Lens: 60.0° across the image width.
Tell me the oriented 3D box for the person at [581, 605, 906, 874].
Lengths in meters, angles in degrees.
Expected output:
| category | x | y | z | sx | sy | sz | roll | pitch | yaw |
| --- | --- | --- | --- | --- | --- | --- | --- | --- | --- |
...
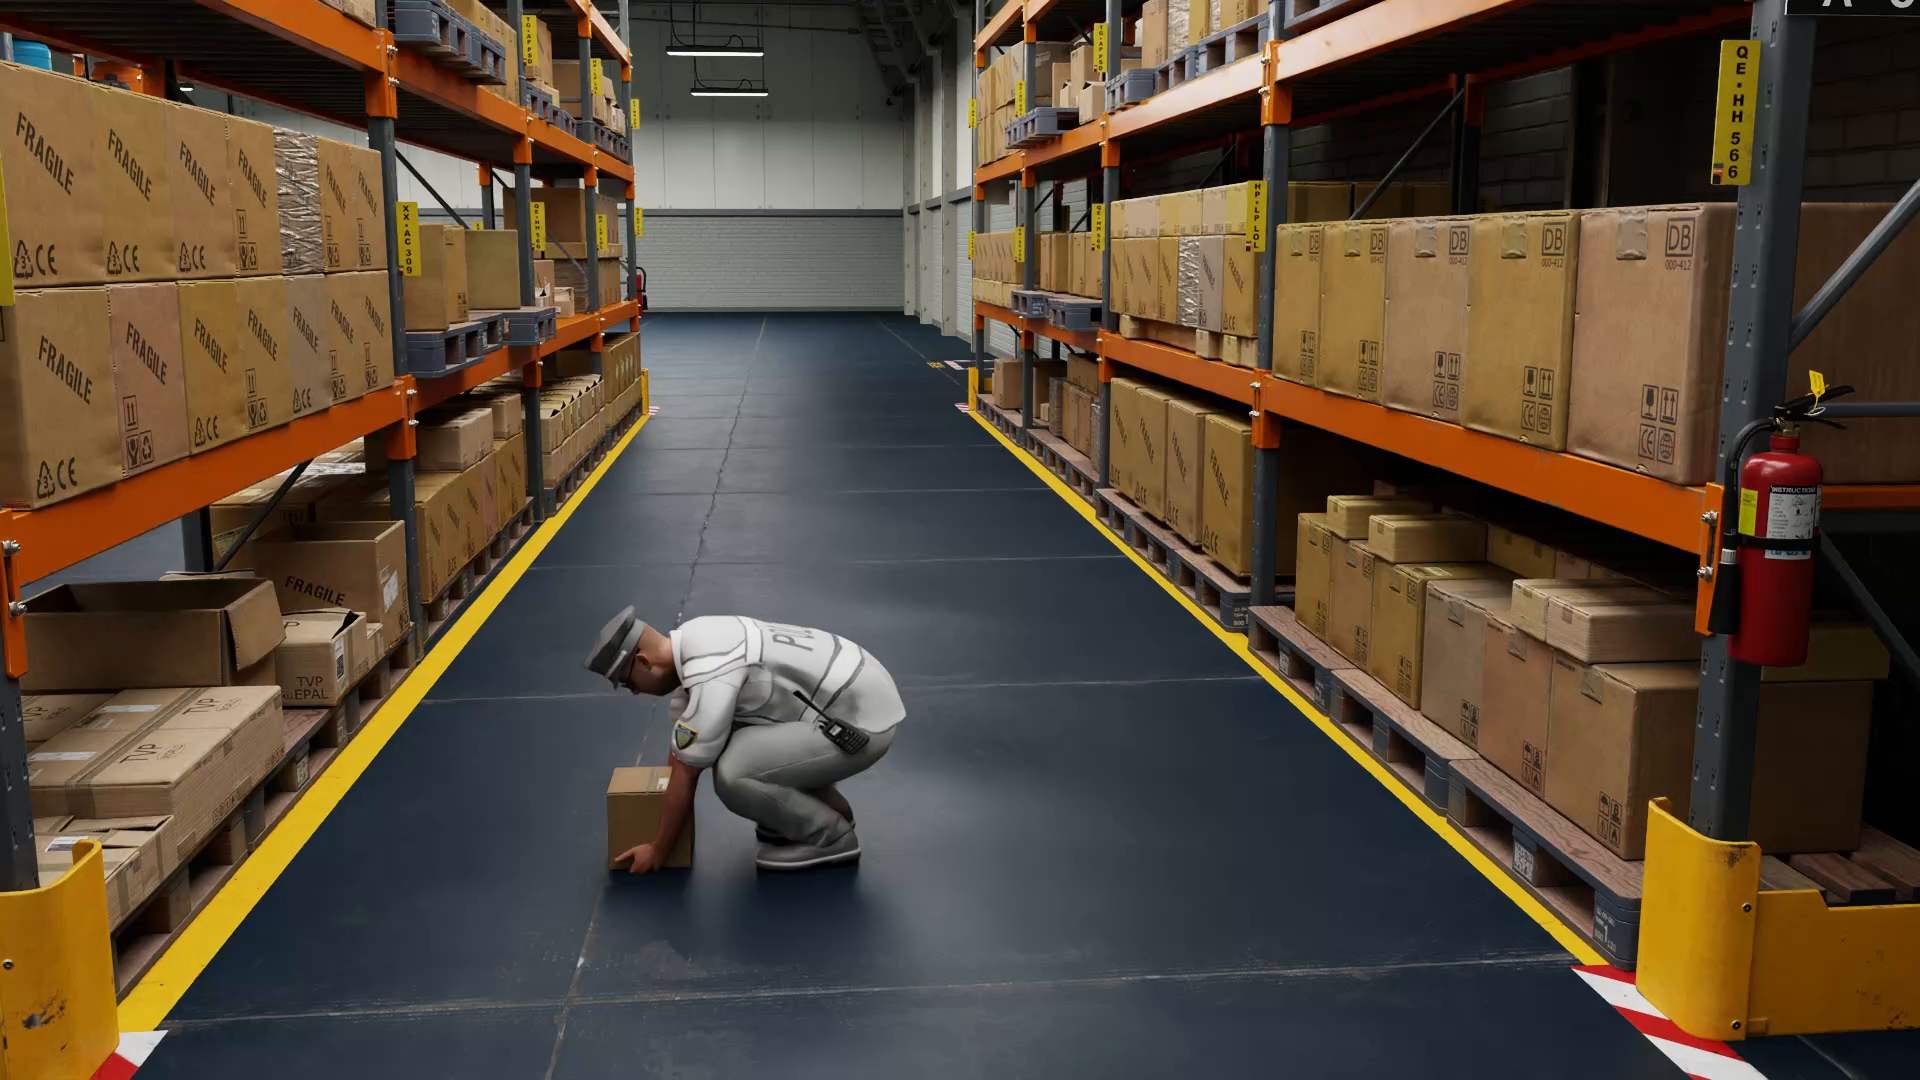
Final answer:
| category | x | y | z | sx | sy | sz | roll | pitch | yaw |
| --- | --- | --- | --- | --- | --- | --- | --- | --- | --- |
| person | -0.669 | 0.627 | 5.230 | 0.994 | 0.894 | 0.540 | -1 | 10 | -7 |
